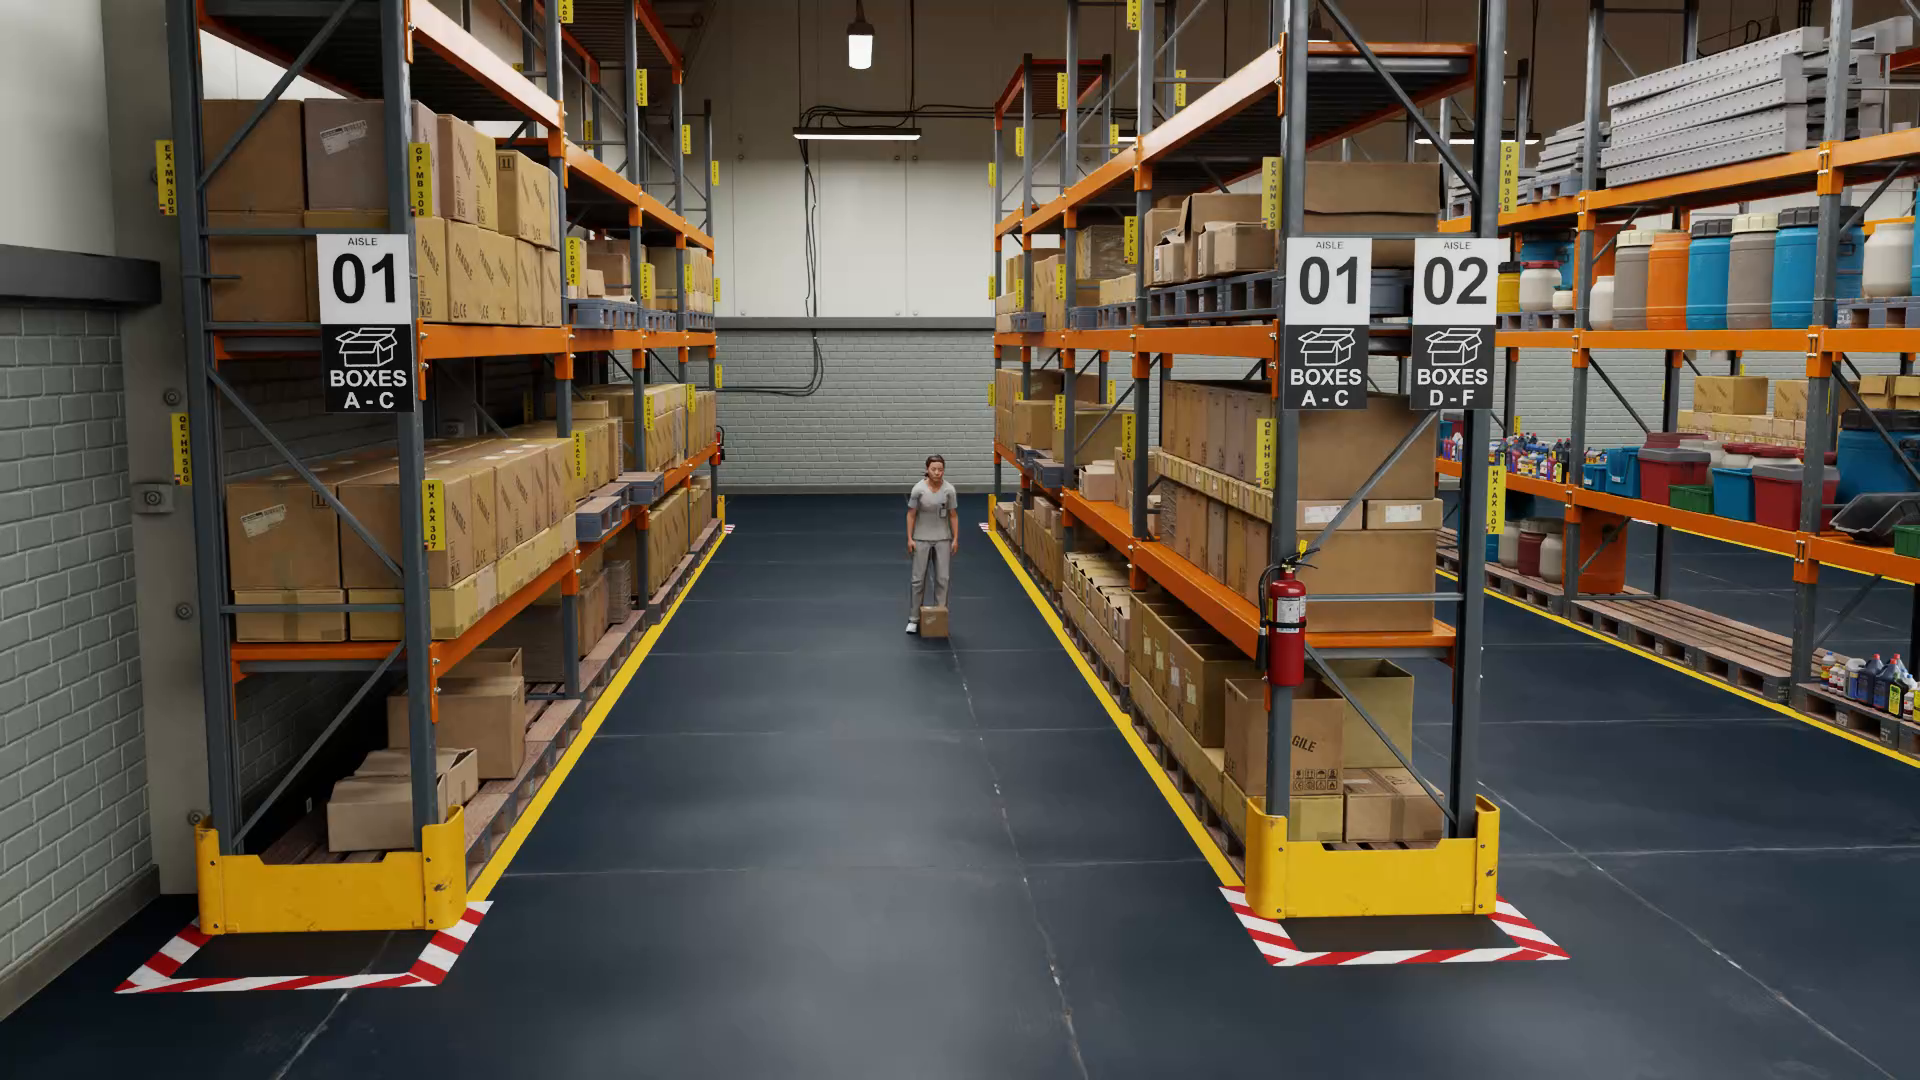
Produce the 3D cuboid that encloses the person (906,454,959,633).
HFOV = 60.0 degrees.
[{"bbox_3d":[-0.259,0.027,15.539,0.514,1.671,0.413,-1,7,-7],"label":"person"}]
